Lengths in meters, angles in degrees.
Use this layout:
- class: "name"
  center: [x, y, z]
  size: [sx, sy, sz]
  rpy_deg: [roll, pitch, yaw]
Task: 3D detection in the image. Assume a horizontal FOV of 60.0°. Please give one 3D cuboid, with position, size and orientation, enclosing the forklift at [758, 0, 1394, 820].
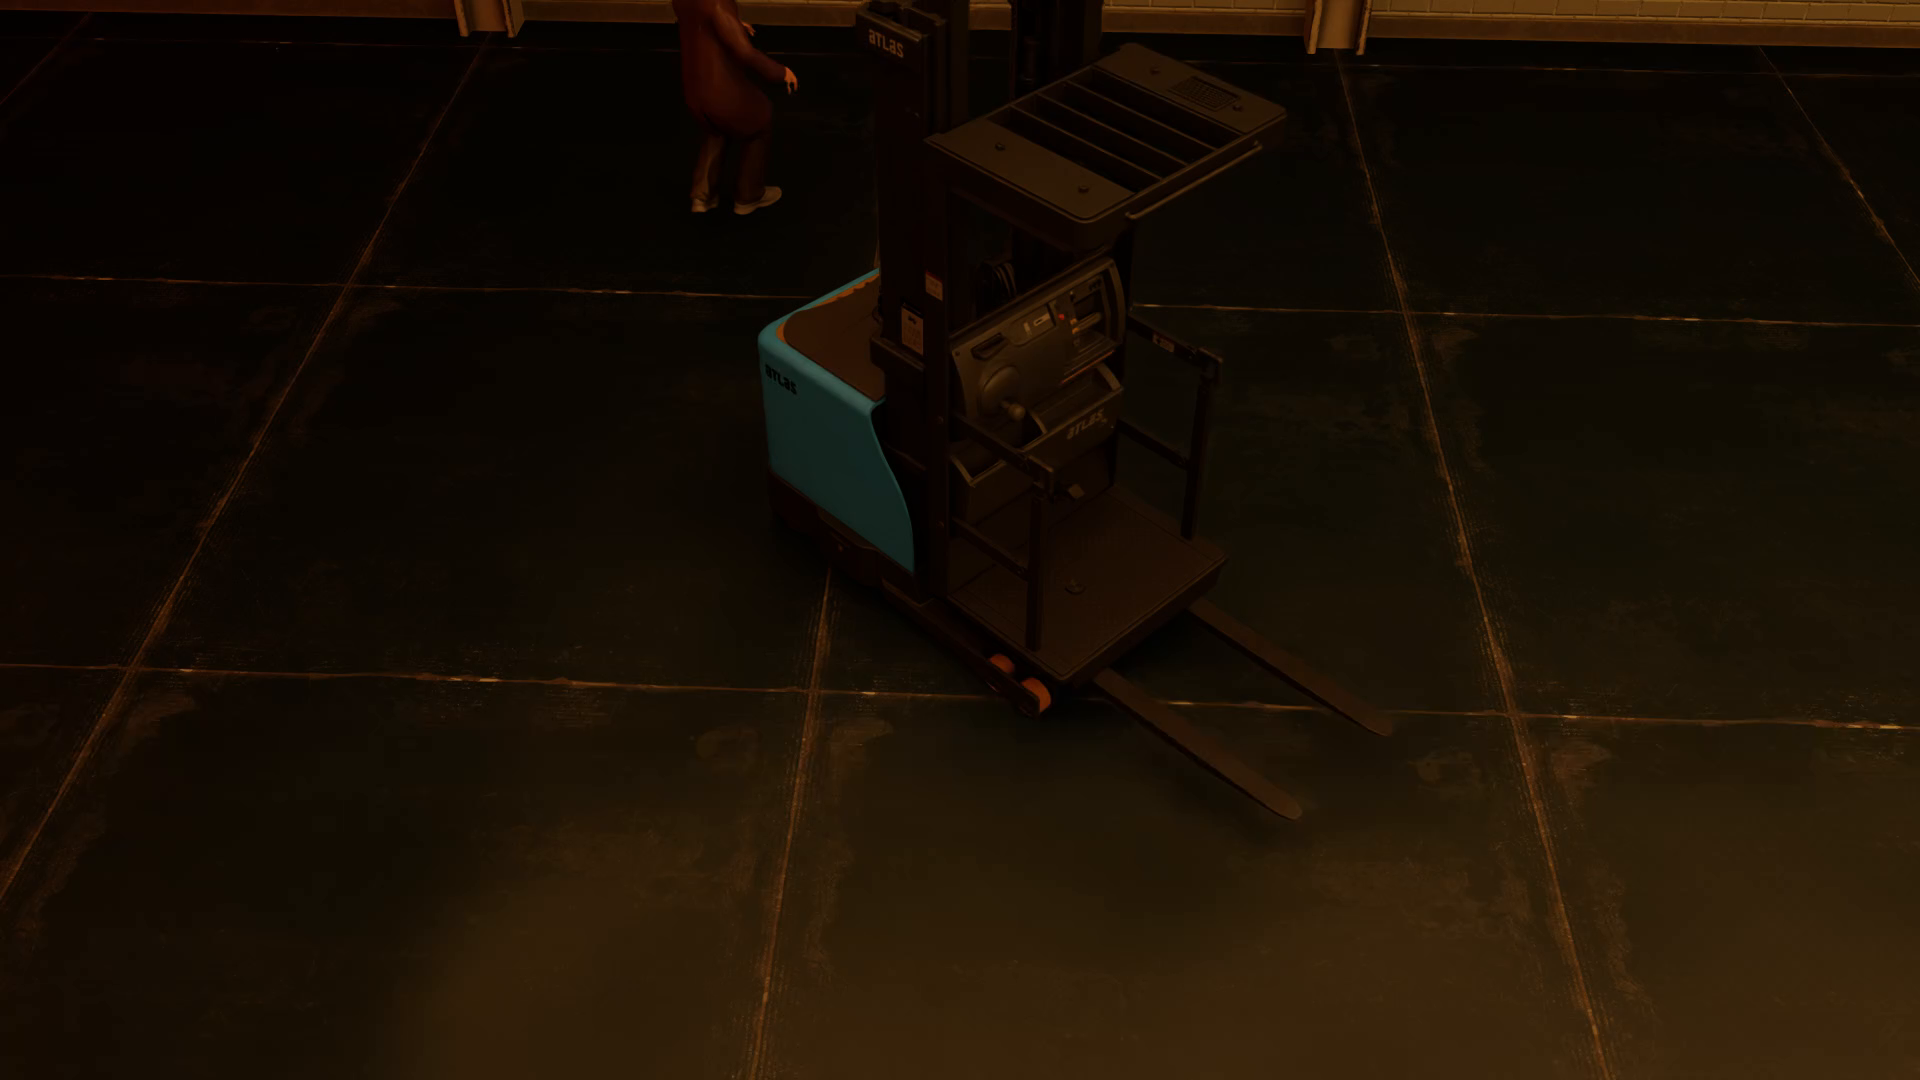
- class: "forklift"
  center: [0.473, -0.728, 6.540]
  size: [1.130, 2.935, 3.031]
  rpy_deg: [-33, 52, -31]

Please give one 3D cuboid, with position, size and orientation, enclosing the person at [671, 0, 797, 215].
- class: "person"
  center: [-1.284, -2.660, 9.589]
  size: [0.863, 1.697, 0.756]
  rpy_deg: [30, 50, 28]
